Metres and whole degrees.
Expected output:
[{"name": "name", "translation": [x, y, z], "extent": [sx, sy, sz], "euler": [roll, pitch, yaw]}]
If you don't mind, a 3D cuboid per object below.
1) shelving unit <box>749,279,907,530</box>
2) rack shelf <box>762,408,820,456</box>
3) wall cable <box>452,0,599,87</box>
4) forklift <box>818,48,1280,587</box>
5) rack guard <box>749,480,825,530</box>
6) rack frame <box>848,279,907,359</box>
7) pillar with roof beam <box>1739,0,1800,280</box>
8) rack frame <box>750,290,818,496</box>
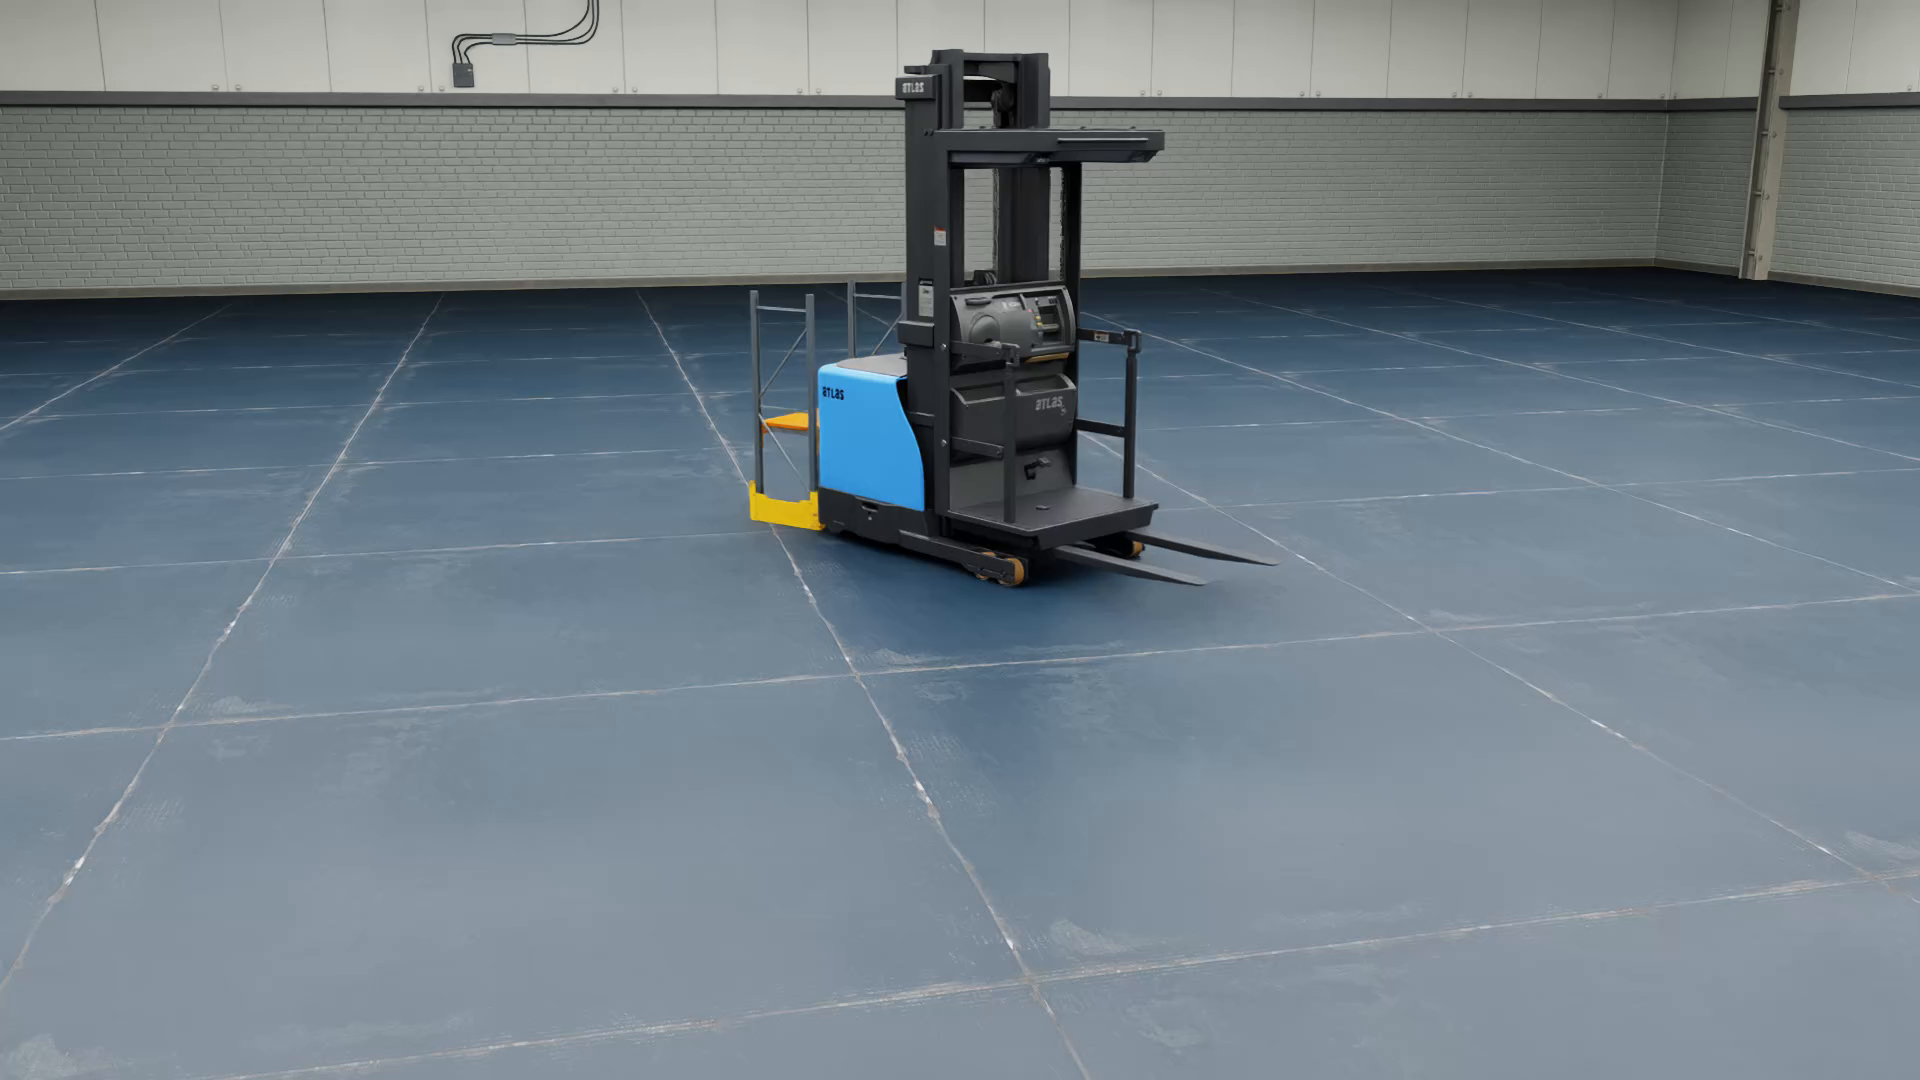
[{"name": "shelving unit", "translation": [-0.849, -0.934, 11.089], "extent": [0.587, 1.500, 1.083], "euler": [9, 16, 33]}, {"name": "rack shelf", "translation": [-0.844, -0.761, 11.139], "extent": [0.538, 0.185, 1.000], "euler": [9, 16, 33]}, {"name": "wall cable", "translation": [-6.860, -10.133, 25.777], "extent": [2.305, 6.003, 0.169], "euler": [-3, 14, -13]}, {"name": "forklift", "translation": [0.462, -1.295, 9.551], "extent": [1.130, 2.935, 3.031], "euler": [-12, 18, -41]}, {"name": "rack guard", "translation": [-1.128, -0.229, 10.836], "extent": [0.587, 0.250, 0.087], "euler": [9, 16, 33]}, {"name": "rack frame", "translation": [-0.559, -1.035, 11.505], "extent": [0.500, 1.500, 0.032], "euler": [9, 16, 33]}, {"name": "pillar with roof beam", "translation": [9.749, -8.718, 27.150], "extent": [9.100, 9.000, 0.400], "euler": [-3, 14, -13]}, {"name": "rack frame", "translation": [-1.128, -0.835, 10.687], "extent": [0.500, 1.500, 0.032], "euler": [9, 16, 33]}]
